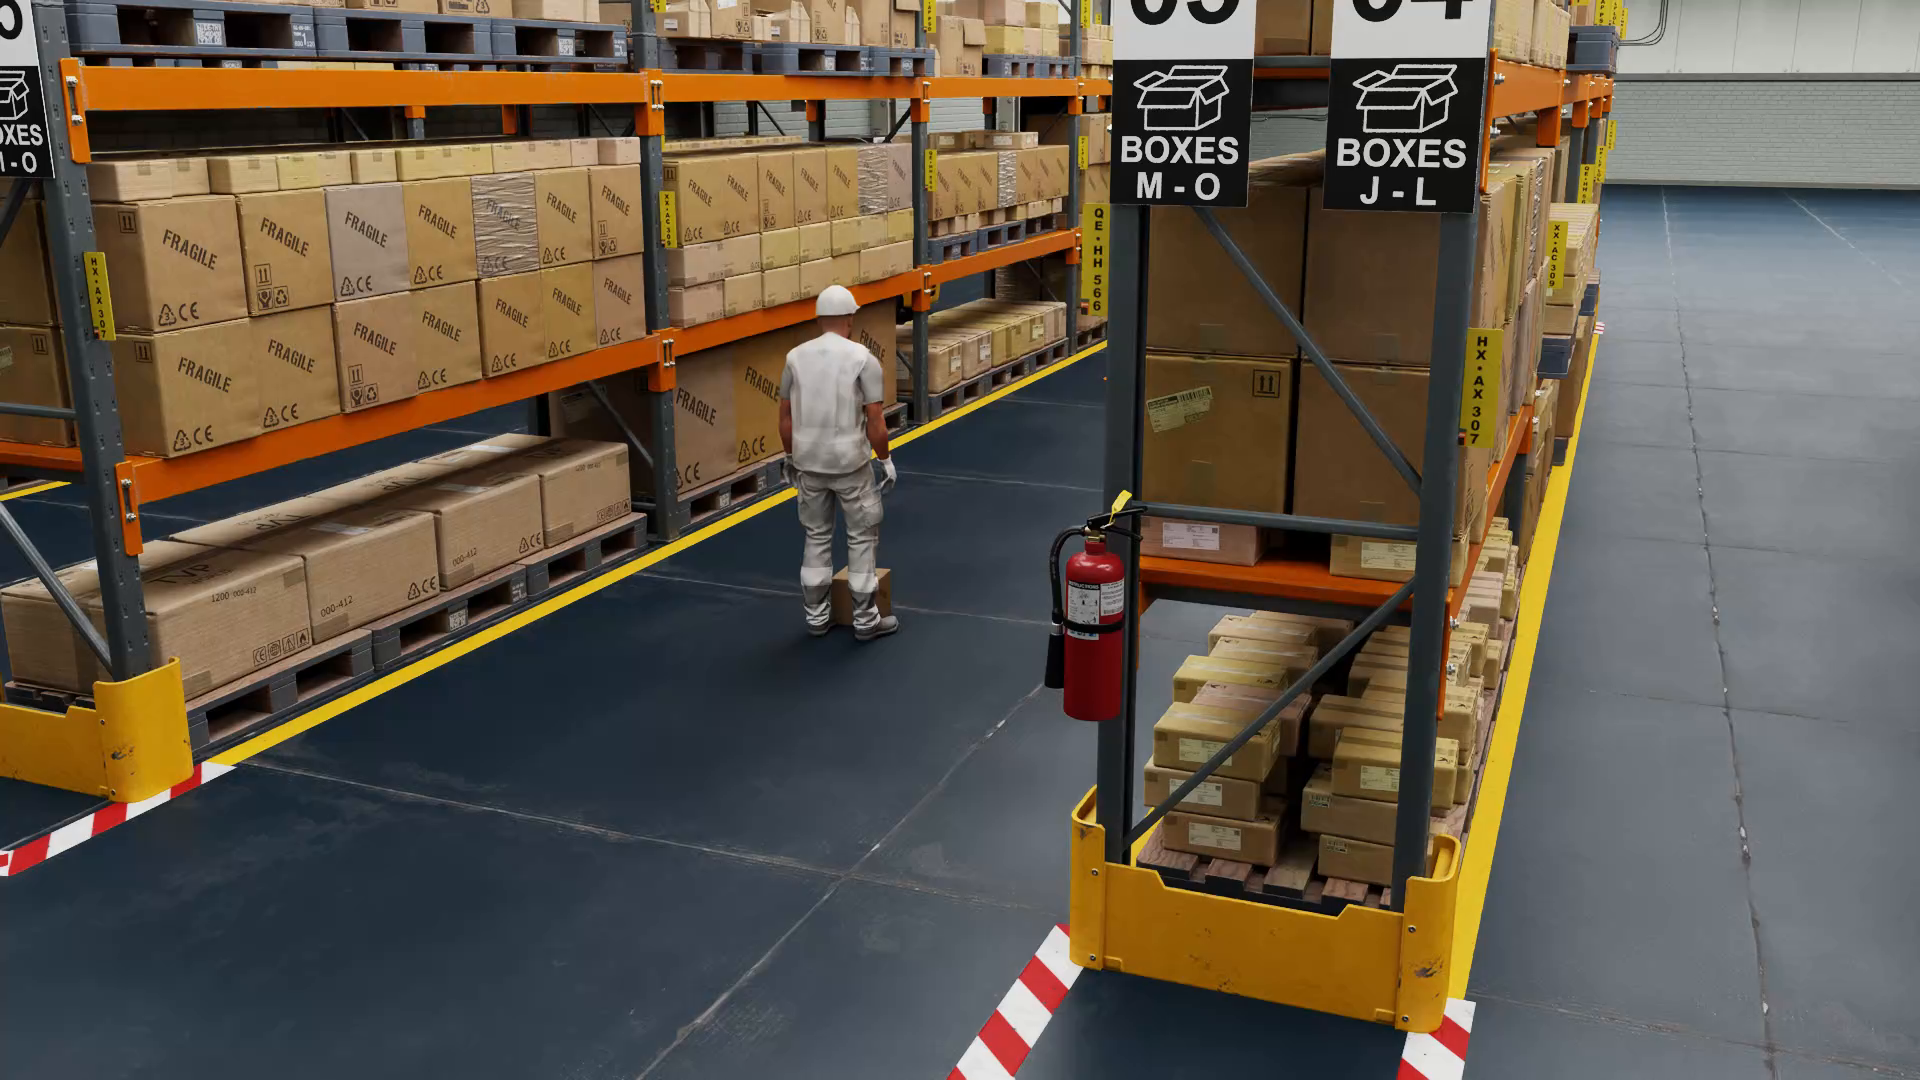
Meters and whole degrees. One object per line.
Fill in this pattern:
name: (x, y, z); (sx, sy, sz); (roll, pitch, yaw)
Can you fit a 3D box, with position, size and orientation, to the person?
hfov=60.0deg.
person: (-0.616, -0.383, 8.400); (0.615, 1.778, 0.456); (6, 16, 20)
